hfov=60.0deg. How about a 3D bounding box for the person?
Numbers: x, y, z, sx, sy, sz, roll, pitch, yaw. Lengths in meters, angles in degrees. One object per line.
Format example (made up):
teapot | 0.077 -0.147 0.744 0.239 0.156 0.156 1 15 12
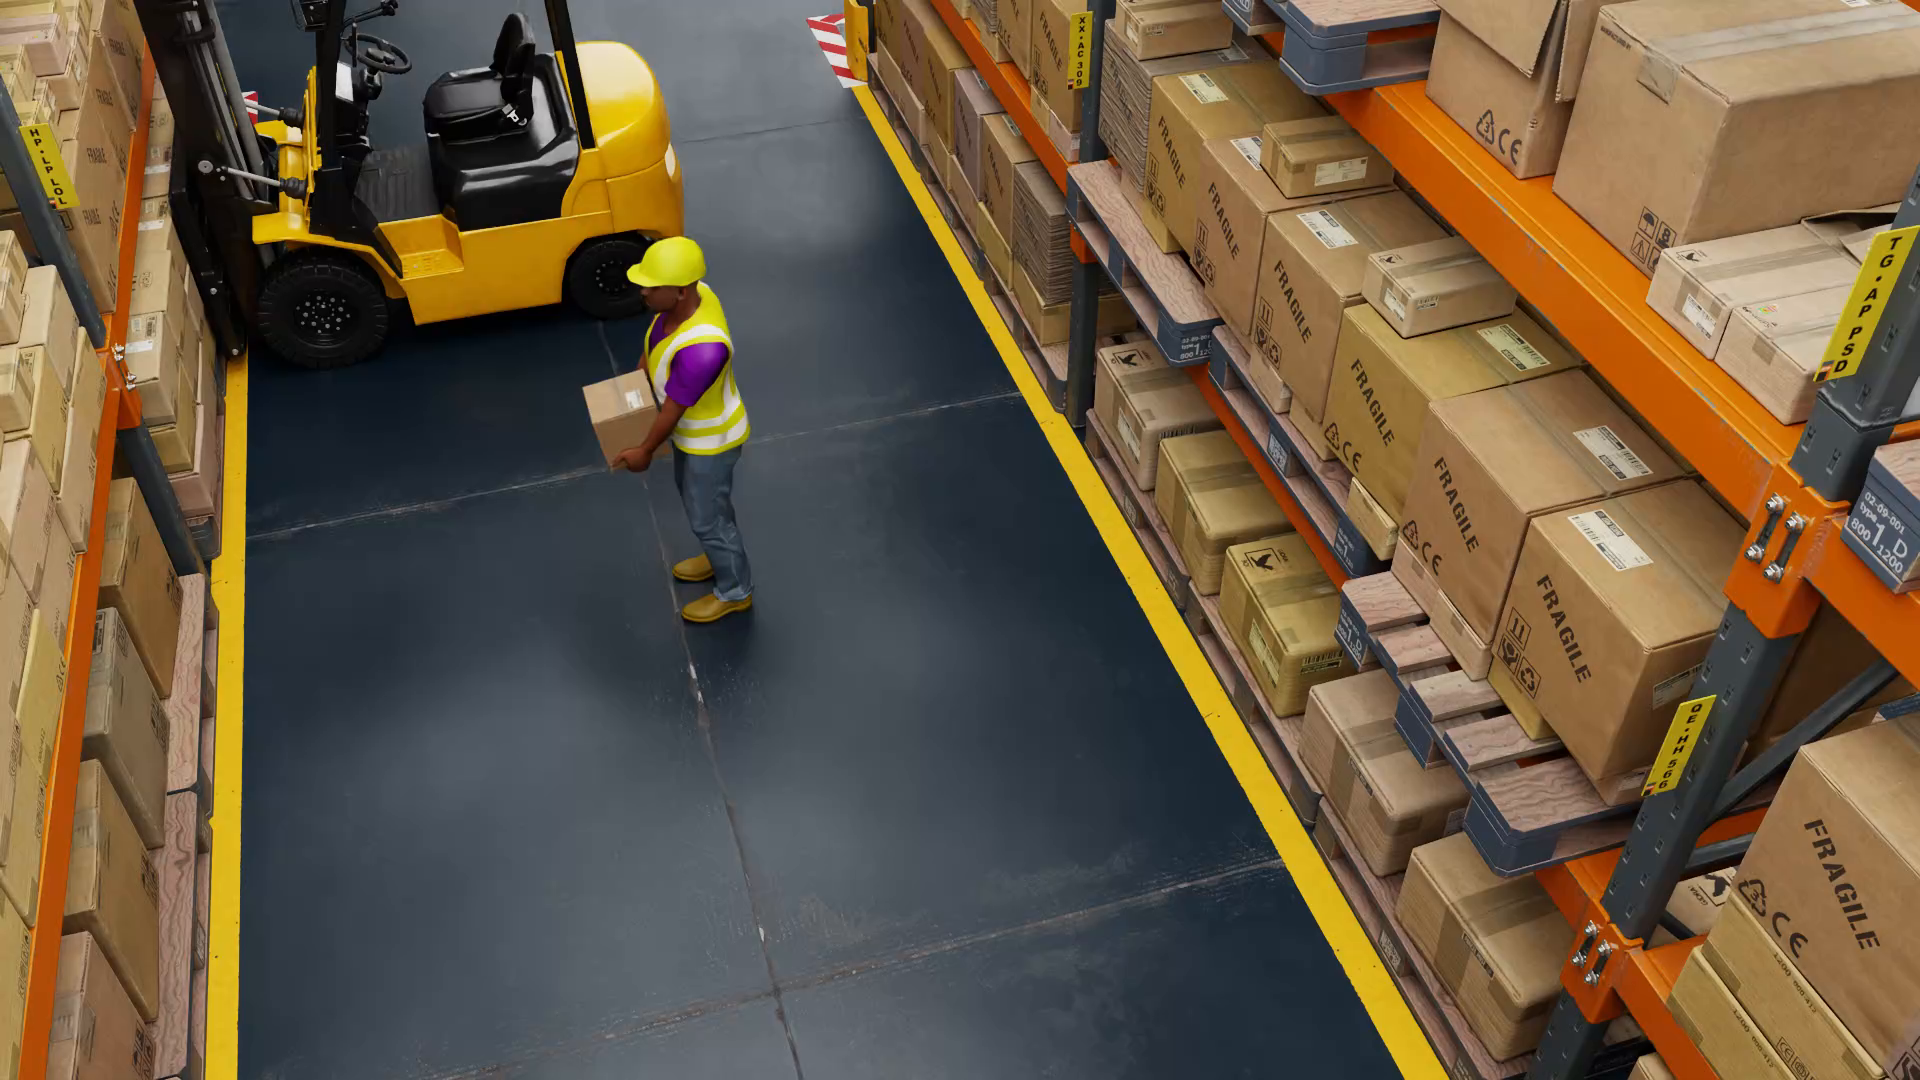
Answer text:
person | -1.123 -0.417 6.608 0.566 1.762 0.505 -13 43 -14
